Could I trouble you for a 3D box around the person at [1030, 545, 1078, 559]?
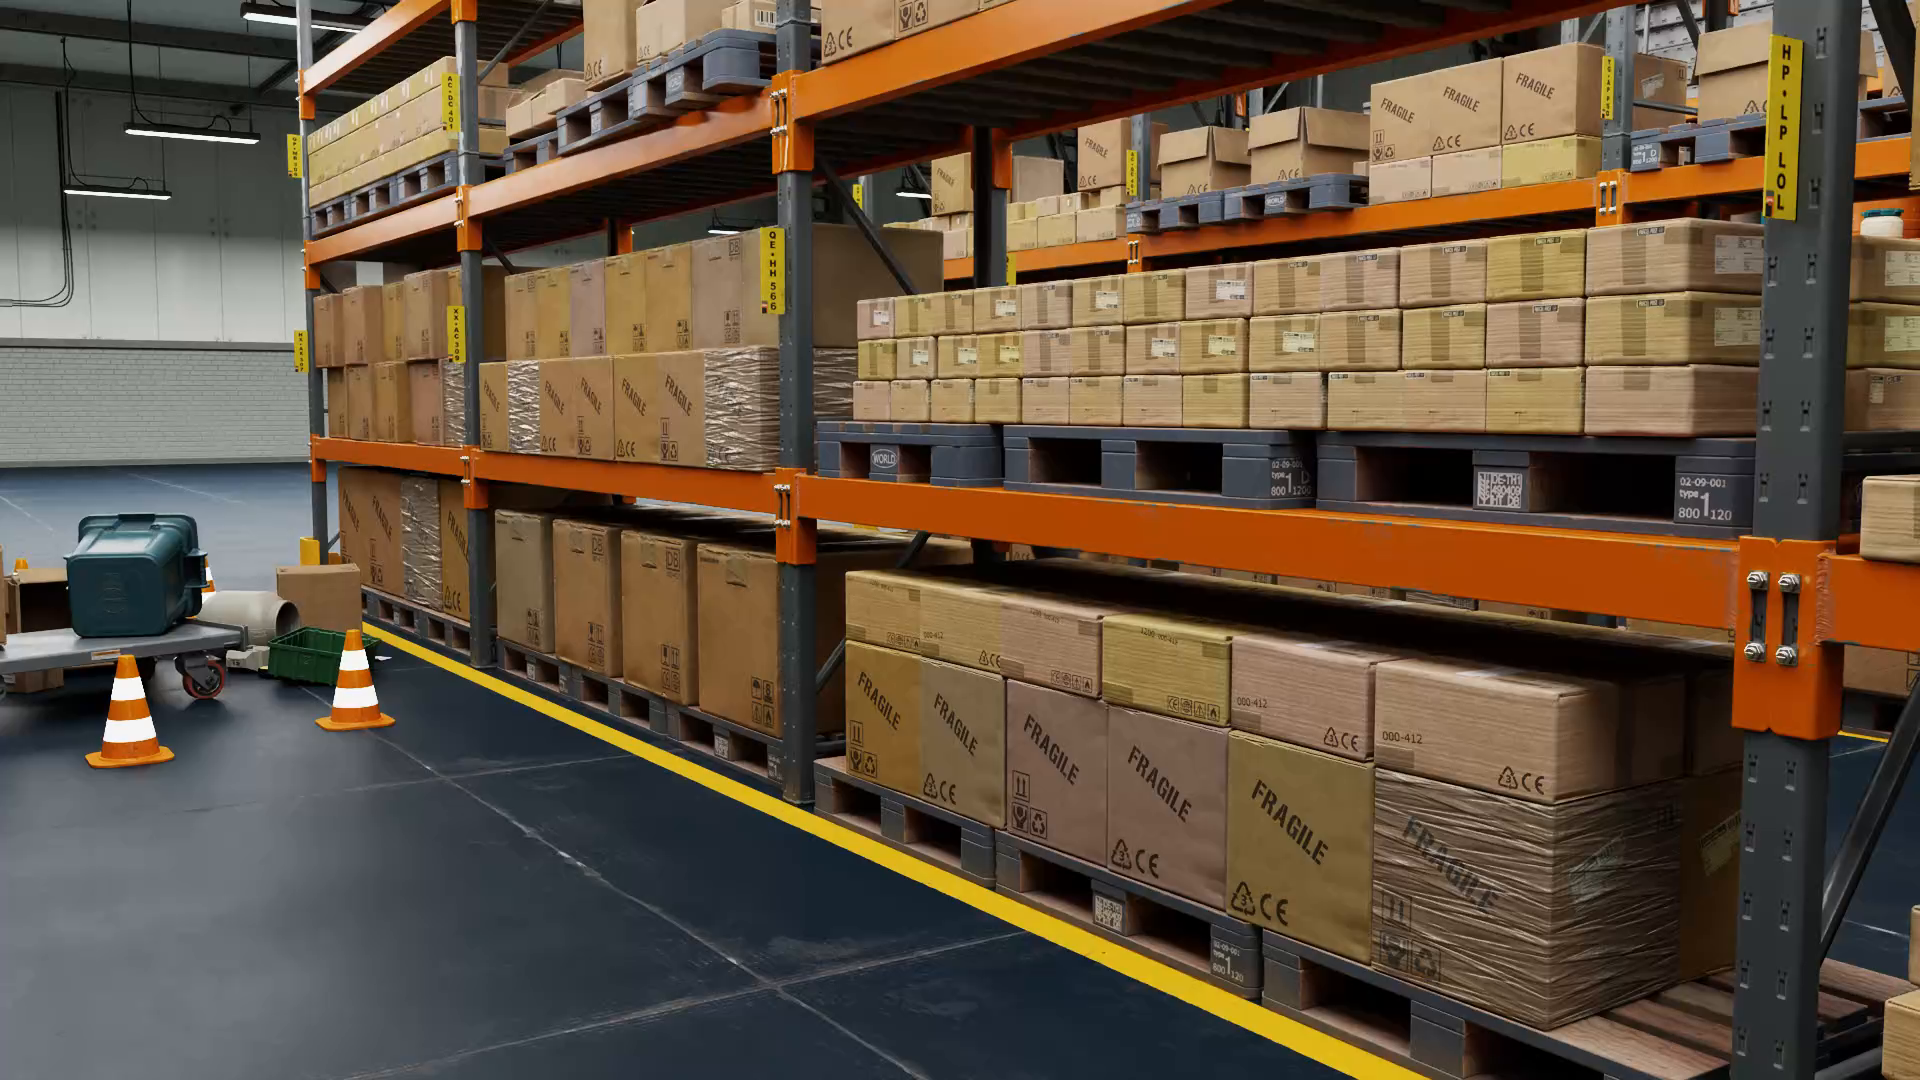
[{"bbox_3d":[0.681,-0.150,10.963,0.504,1.656,0.435,-3,6,-34],"label":"person"}]
